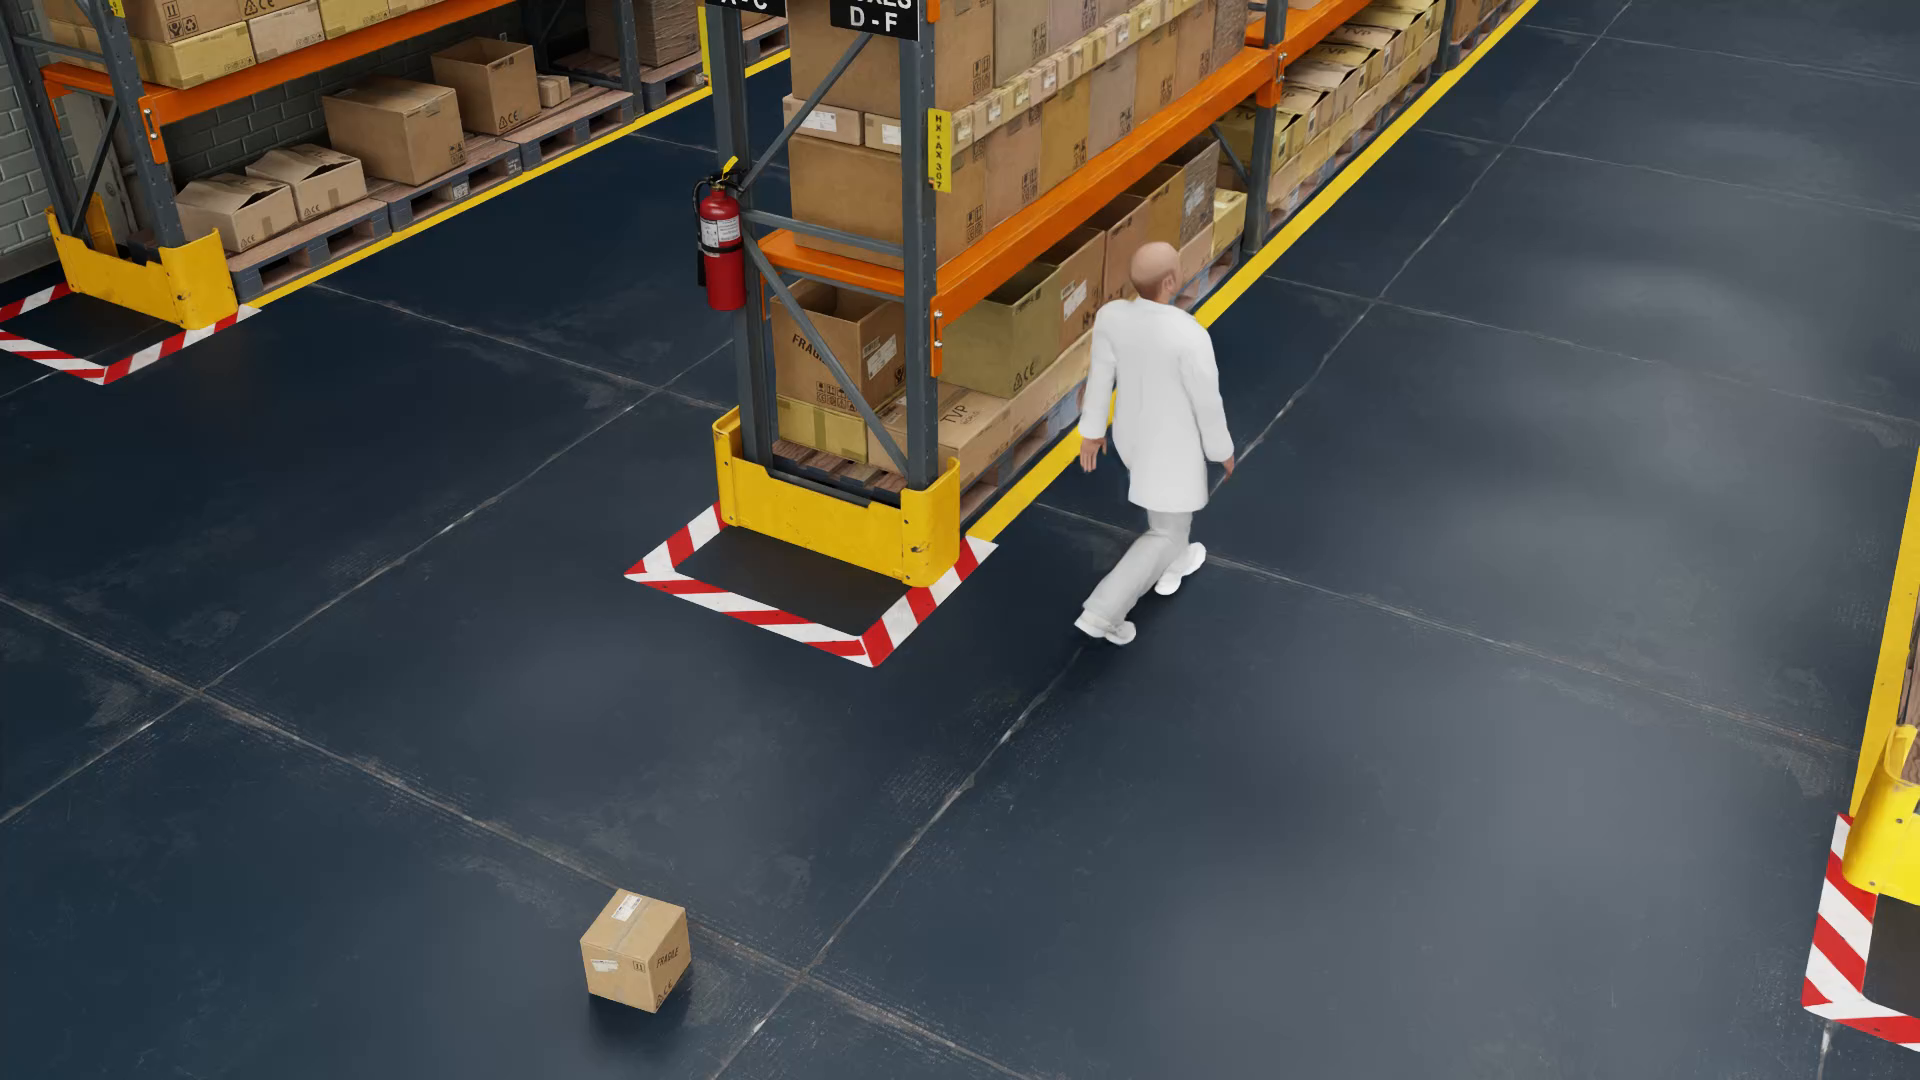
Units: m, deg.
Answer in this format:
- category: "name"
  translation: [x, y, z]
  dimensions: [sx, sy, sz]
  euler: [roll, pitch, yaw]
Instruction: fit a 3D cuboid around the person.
- category: "person"
  translation: [0.792, -0.404, 6.756]
  dimensions: [1.042, 1.732, 0.618]
  euler: [-28, 43, -35]
